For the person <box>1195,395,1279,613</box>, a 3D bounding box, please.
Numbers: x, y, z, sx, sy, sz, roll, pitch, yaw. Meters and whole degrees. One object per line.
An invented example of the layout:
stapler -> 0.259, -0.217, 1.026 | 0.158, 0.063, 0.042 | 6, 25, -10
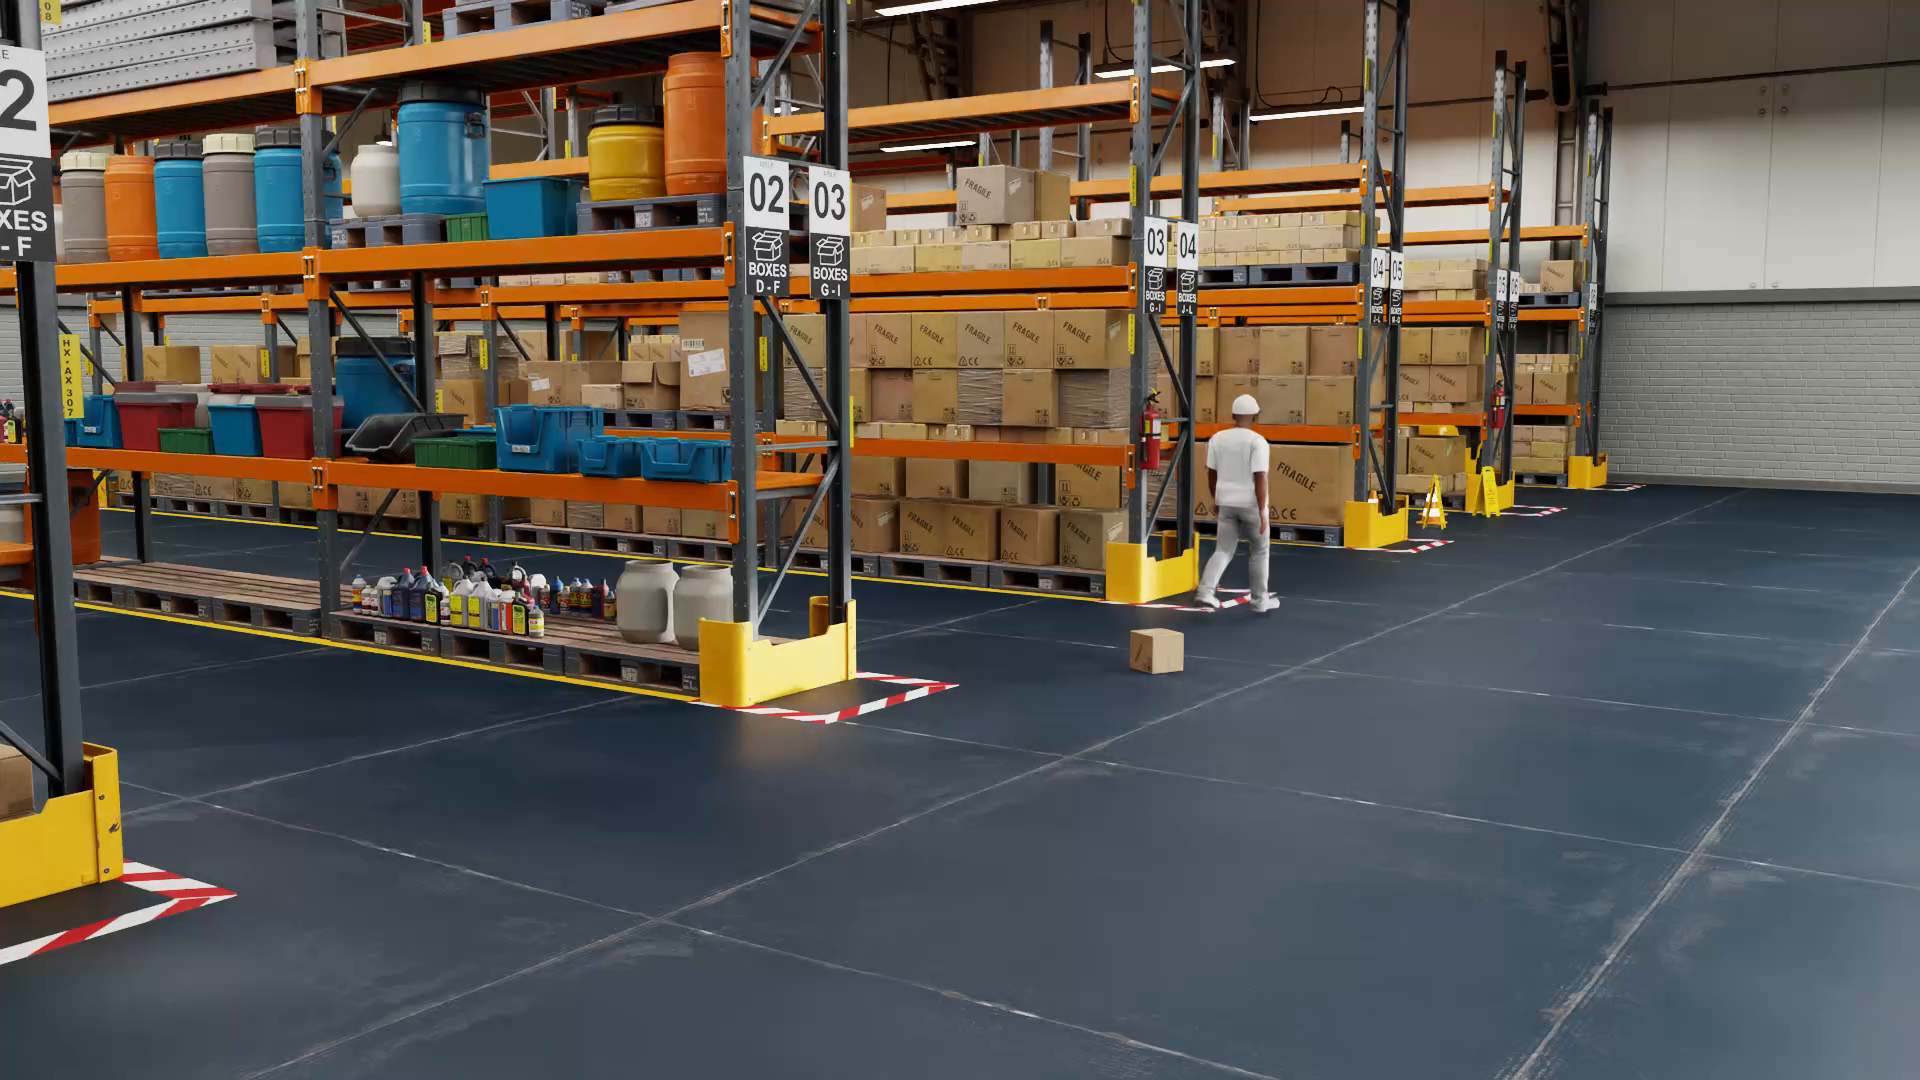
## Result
person -> 2.206, -0.273, 13.123 | 0.585, 1.742, 0.926 | 5, 8, 38
